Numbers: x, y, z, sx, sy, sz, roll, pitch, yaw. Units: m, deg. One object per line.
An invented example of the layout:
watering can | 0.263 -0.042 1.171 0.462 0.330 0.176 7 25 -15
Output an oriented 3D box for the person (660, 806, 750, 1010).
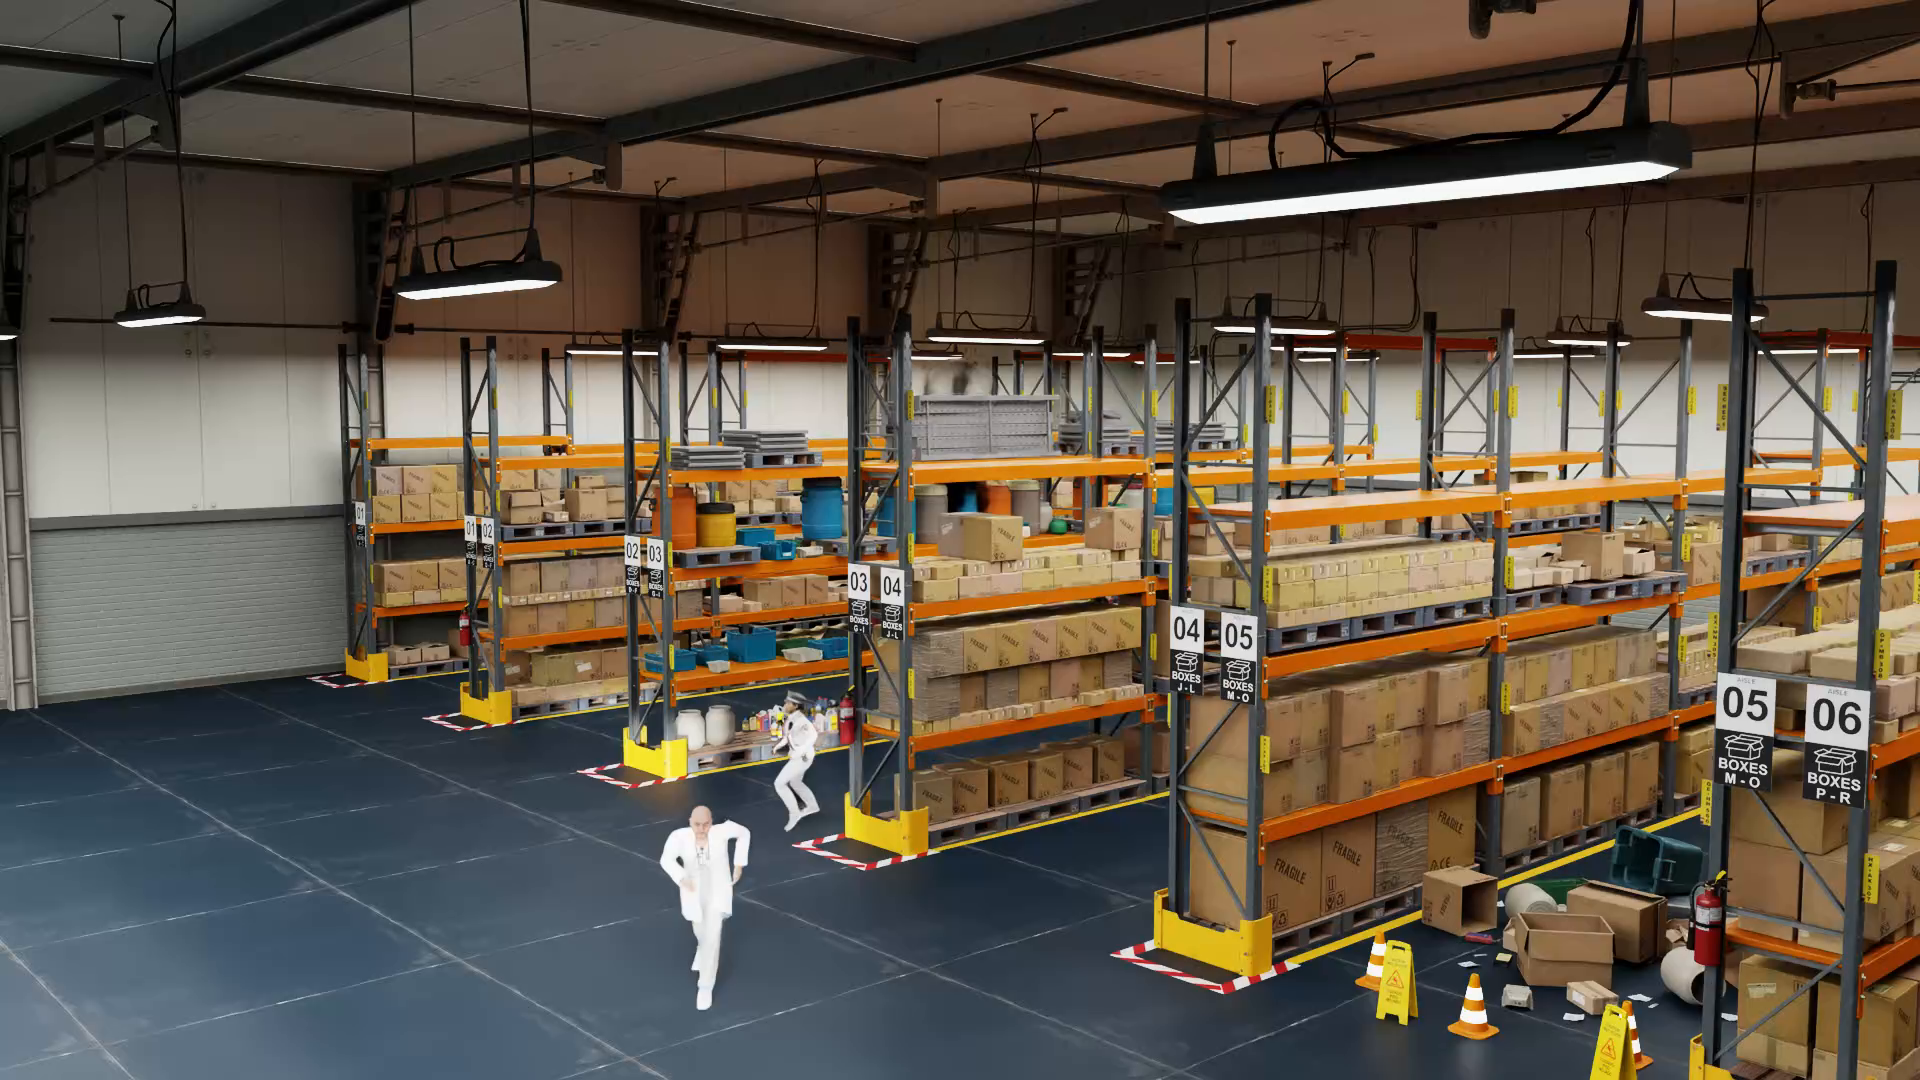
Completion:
person | -2.190 3.061 14.360 0.754 1.745 1.060 -1 5 -7

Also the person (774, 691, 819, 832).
person | -1.925 2.587 19.789 0.676 1.647 0.746 -2 6 -22
